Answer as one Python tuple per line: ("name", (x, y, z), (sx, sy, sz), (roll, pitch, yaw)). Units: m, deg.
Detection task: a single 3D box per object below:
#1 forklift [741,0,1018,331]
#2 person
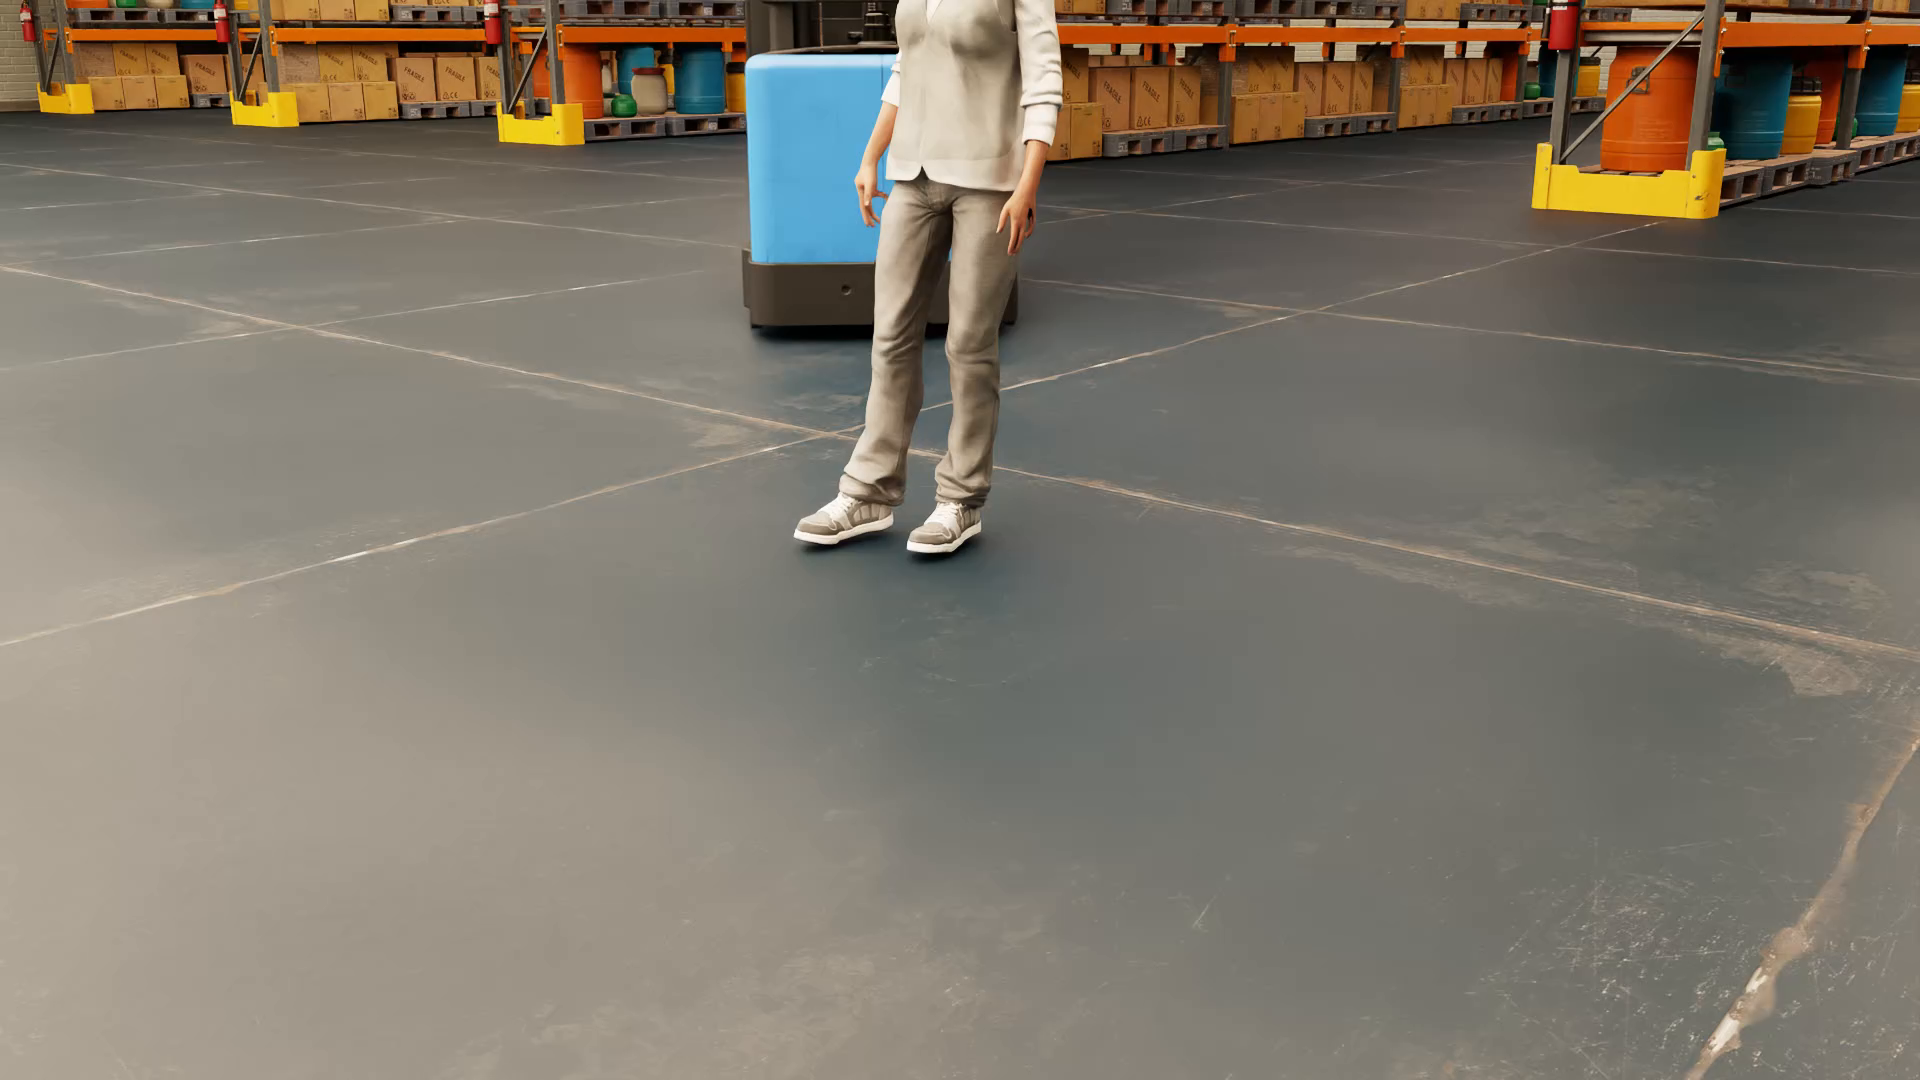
("forklift", (-0.421, -2.606, 7.479), (1.130, 2.935, 3.031), (-1, 17, -5))
("person", (-0.061, -0.756, 3.658), (0.520, 1.599, 0.464), (13, 21, 37))
